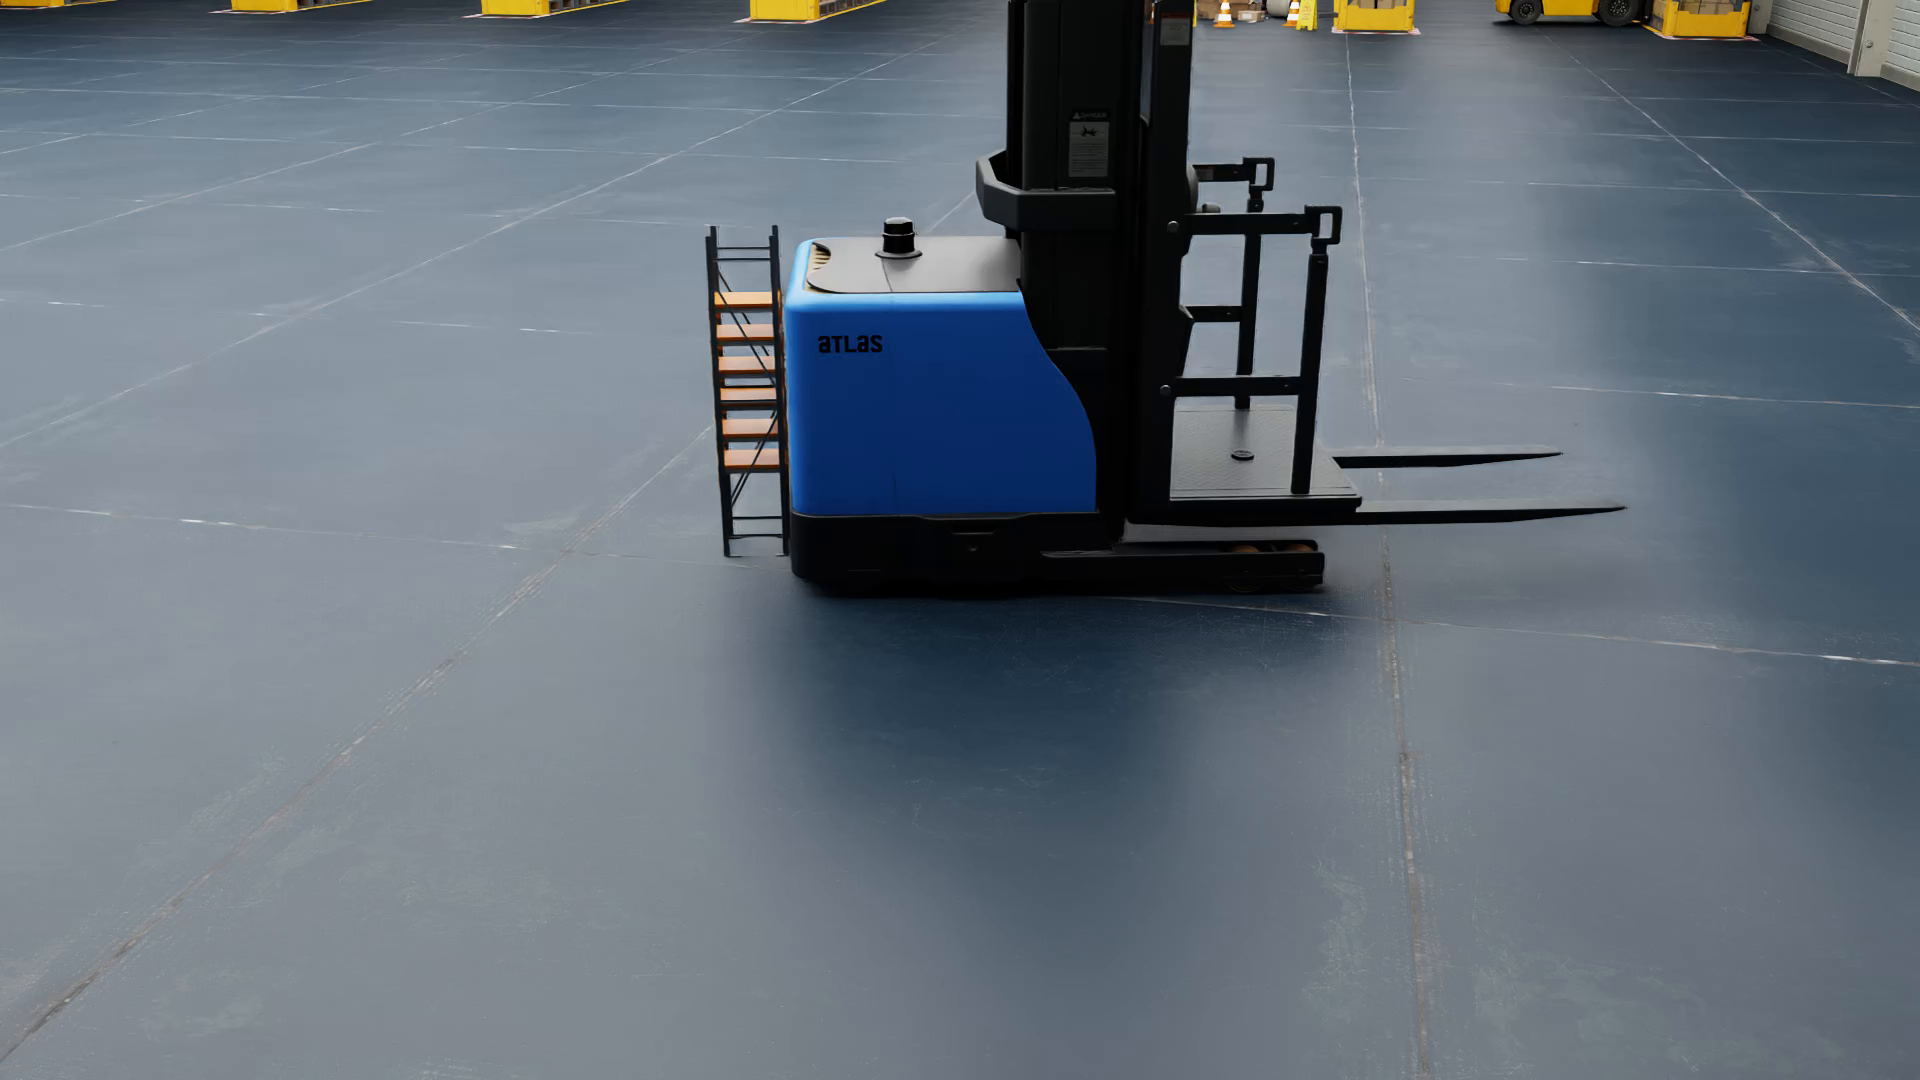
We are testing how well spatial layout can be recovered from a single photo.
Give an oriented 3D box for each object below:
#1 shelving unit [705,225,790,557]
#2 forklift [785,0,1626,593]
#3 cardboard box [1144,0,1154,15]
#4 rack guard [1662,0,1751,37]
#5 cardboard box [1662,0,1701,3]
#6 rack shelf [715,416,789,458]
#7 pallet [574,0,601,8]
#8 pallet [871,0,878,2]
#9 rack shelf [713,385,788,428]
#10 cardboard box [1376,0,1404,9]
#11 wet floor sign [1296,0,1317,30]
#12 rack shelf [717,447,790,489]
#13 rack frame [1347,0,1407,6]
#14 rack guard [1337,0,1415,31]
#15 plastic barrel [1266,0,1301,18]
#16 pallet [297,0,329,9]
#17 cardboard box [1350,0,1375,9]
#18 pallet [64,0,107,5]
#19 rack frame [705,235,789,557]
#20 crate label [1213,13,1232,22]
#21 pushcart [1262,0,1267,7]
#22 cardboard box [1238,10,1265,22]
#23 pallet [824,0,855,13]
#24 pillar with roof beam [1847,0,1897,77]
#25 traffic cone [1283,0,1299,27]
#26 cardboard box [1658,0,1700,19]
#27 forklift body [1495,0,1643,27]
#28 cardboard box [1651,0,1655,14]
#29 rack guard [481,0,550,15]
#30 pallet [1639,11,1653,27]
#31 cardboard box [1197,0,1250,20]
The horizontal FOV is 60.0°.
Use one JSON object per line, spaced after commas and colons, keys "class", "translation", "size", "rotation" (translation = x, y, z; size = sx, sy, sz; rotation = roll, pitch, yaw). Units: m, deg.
{"class": "shelving unit", "translation": [-0.764, -0.529, 6.061], "size": [0.258, 1.200, 0.189], "rotation": [-1, 22, -2]}
{"class": "forklift", "translation": [0.897, -1.369, 5.830], "size": [3.031, 2.935, 1.130], "rotation": [-1, 22, -3]}
{"class": "cardboard box", "translation": [3.305, -9.604, 29.527], "size": [0.500, 0.500, 0.500], "rotation": [8, 23, 20]}
{"class": "rack guard", "translation": [11.523, -8.059, 25.696], "size": [1.175, 0.500, 0.348], "rotation": [4, 22, 11]}
{"class": "cardboard box", "translation": [11.321, -8.581, 26.093], "size": [0.500, 0.250, 0.500], "rotation": [4, 22, 10]}
{"class": "rack shelf", "translation": [-0.763, -0.377, 6.122], "size": [0.258, 0.103, 0.180], "rotation": [-1, 22, -2]}
{"class": "pallet", "translation": [-7.491, -10.217, 31.440], "size": [1.003, 0.211, 1.213], "rotation": [4, 22, 11]}
{"class": "pallet", "translation": [-2.060, -10.814, 32.923], "size": [1.003, 0.211, 1.213], "rotation": [4, 22, 11]}
{"class": "rack shelf", "translation": [-0.764, -0.488, 6.077], "size": [0.258, 0.103, 0.180], "rotation": [-1, 22, -2]}
{"class": "cardboard box", "translation": [7.103, -8.798, 27.302], "size": [0.500, 0.250, 0.500], "rotation": [4, 22, 10]}
{"class": "wet floor sign", "translation": [5.582, -8.525, 26.656], "size": [0.267, 0.644, 0.232], "rotation": [13, 25, 29]}
{"class": "rack shelf", "translation": [-0.763, -0.265, 6.167], "size": [0.258, 0.103, 0.180], "rotation": [-1, 22, -2]}
{"class": "rack frame", "translation": [6.668, -9.605, 26.187], "size": [1.000, 3.000, 0.127], "rotation": [4, 22, 11]}
{"class": "rack guard", "translation": [6.683, -8.473, 26.723], "size": [1.175, 0.500, 0.348], "rotation": [4, 22, 11]}
{"class": "plastic barrel", "translation": [5.607, -9.280, 28.830], "size": [0.421, 0.421, 0.512], "rotation": [-16, 27, -35]}
{"class": "pallet", "translation": [-12.616, -10.106, 31.164], "size": [1.003, 0.211, 1.213], "rotation": [4, 22, 11]}
{"class": "cardboard box", "translation": [6.574, -8.849, 27.429], "size": [0.500, 0.250, 0.500], "rotation": [4, 22, 11]}
{"class": "pallet", "translation": [-17.365, -10.522, 32.196], "size": [1.003, 0.211, 1.213], "rotation": [4, 22, 11]}
{"class": "rack frame", "translation": [-0.759, -0.495, 5.976], "size": [0.240, 1.200, 0.006], "rotation": [-1, 22, -2]}
{"class": "crate label", "translation": [4.436, -8.785, 27.983], "size": [0.250, 0.136, 0.298], "rotation": [-7, 23, -17]}
{"class": "pushcart", "translation": [5.242, -10.007, 30.695], "size": [1.648, 0.377, 0.936], "rotation": [-3, 22, -8]}
{"class": "cardboard box", "translation": [4.958, -8.915, 28.291], "size": [0.380, 0.149, 0.250], "rotation": [18, 28, 38]}
{"class": "pallet", "translation": [-2.567, -9.834, 30.488], "size": [1.003, 0.211, 1.213], "rotation": [4, 22, 11]}
{"class": "pillar with roof beam", "translation": [7.114, -10.330, 19.958], "size": [9.100, 9.000, 0.400], "rotation": [4, 22, 11]}
{"class": "traffic cone", "translation": [5.493, -8.684, 27.295], "size": [0.336, 0.463, 0.334], "rotation": [4, 22, 11]}
{"class": "cardboard box", "translation": [11.314, -8.343, 26.172], "size": [0.500, 0.250, 0.500], "rotation": [5, 22, 11]}
{"class": "forklift body", "translation": [10.129, -9.667, 27.476], "size": [2.313, 2.155, 1.214], "rotation": [4, 22, 11]}
{"class": "cardboard box", "translation": [11.536, -8.706, 27.075], "size": [0.500, 0.250, 0.500], "rotation": [5, 22, 11]}
{"class": "rack guard", "translation": [-7.913, -9.610, 29.545], "size": [1.175, 0.500, 0.348], "rotation": [4, 22, 11]}
{"class": "pallet", "translation": [11.894, -8.662, 27.578], "size": [1.003, 0.211, 1.213], "rotation": [4, 22, 11]}
{"class": "cardboard box", "translation": [4.548, -9.282, 28.727], "size": [0.797, 0.503, 0.637], "rotation": [-11, 25, -26]}
